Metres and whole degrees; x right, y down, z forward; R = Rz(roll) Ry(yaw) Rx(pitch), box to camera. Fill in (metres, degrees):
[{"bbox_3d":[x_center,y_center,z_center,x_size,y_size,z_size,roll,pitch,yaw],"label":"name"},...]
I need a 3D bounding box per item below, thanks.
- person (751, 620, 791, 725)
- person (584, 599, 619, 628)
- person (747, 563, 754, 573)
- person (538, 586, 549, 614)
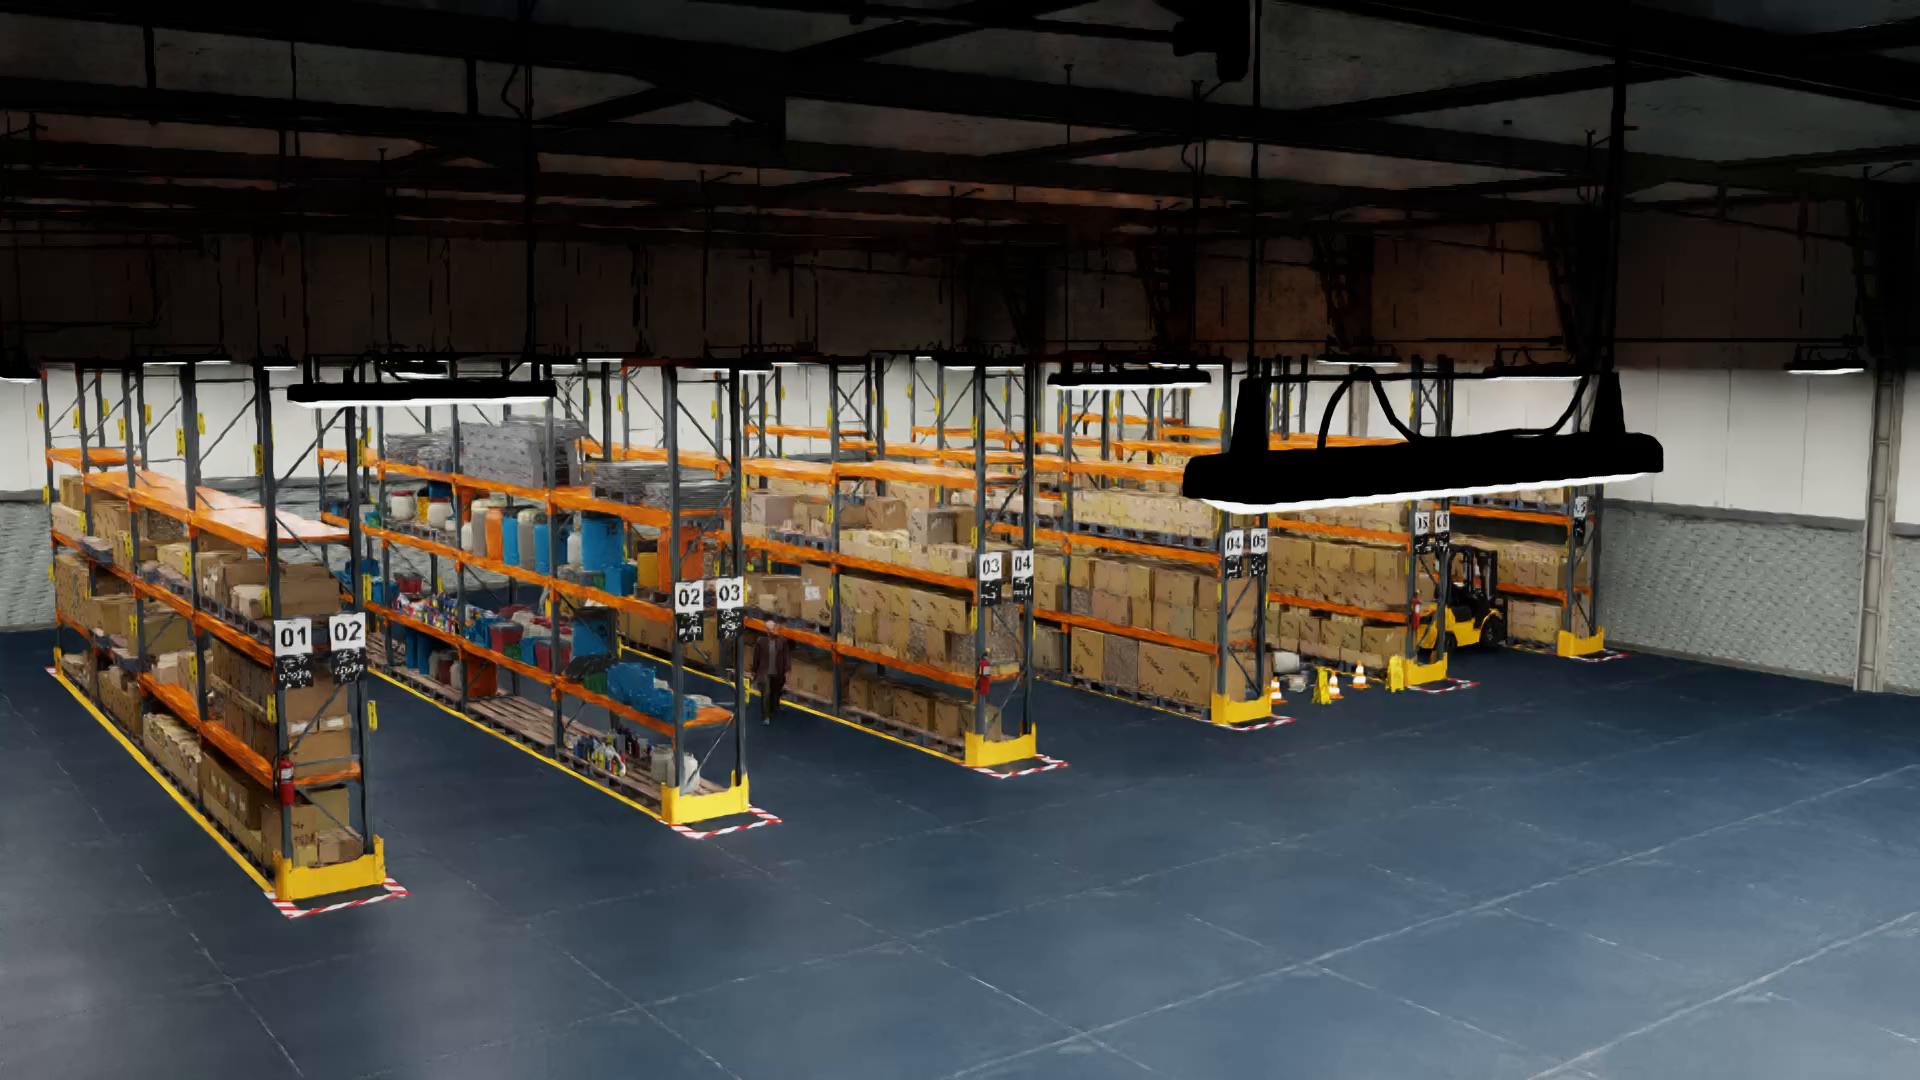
[{"bbox_3d":[-3.133,2.169,27.619,0.634,1.722,1.045,-2,7,-17],"label":"person"},{"bbox_3d":[-6.959,1.613,32.318,0.719,1.714,0.578,-5,9,-38],"label":"person"},{"bbox_3d":[-4.432,1.319,34.706,0.577,1.691,1.121,-5,8,-34],"label":"person"},{"bbox_3d":[-9.528,0.849,38.671,0.550,1.671,0.666,0,7,-3],"label":"person"}]
